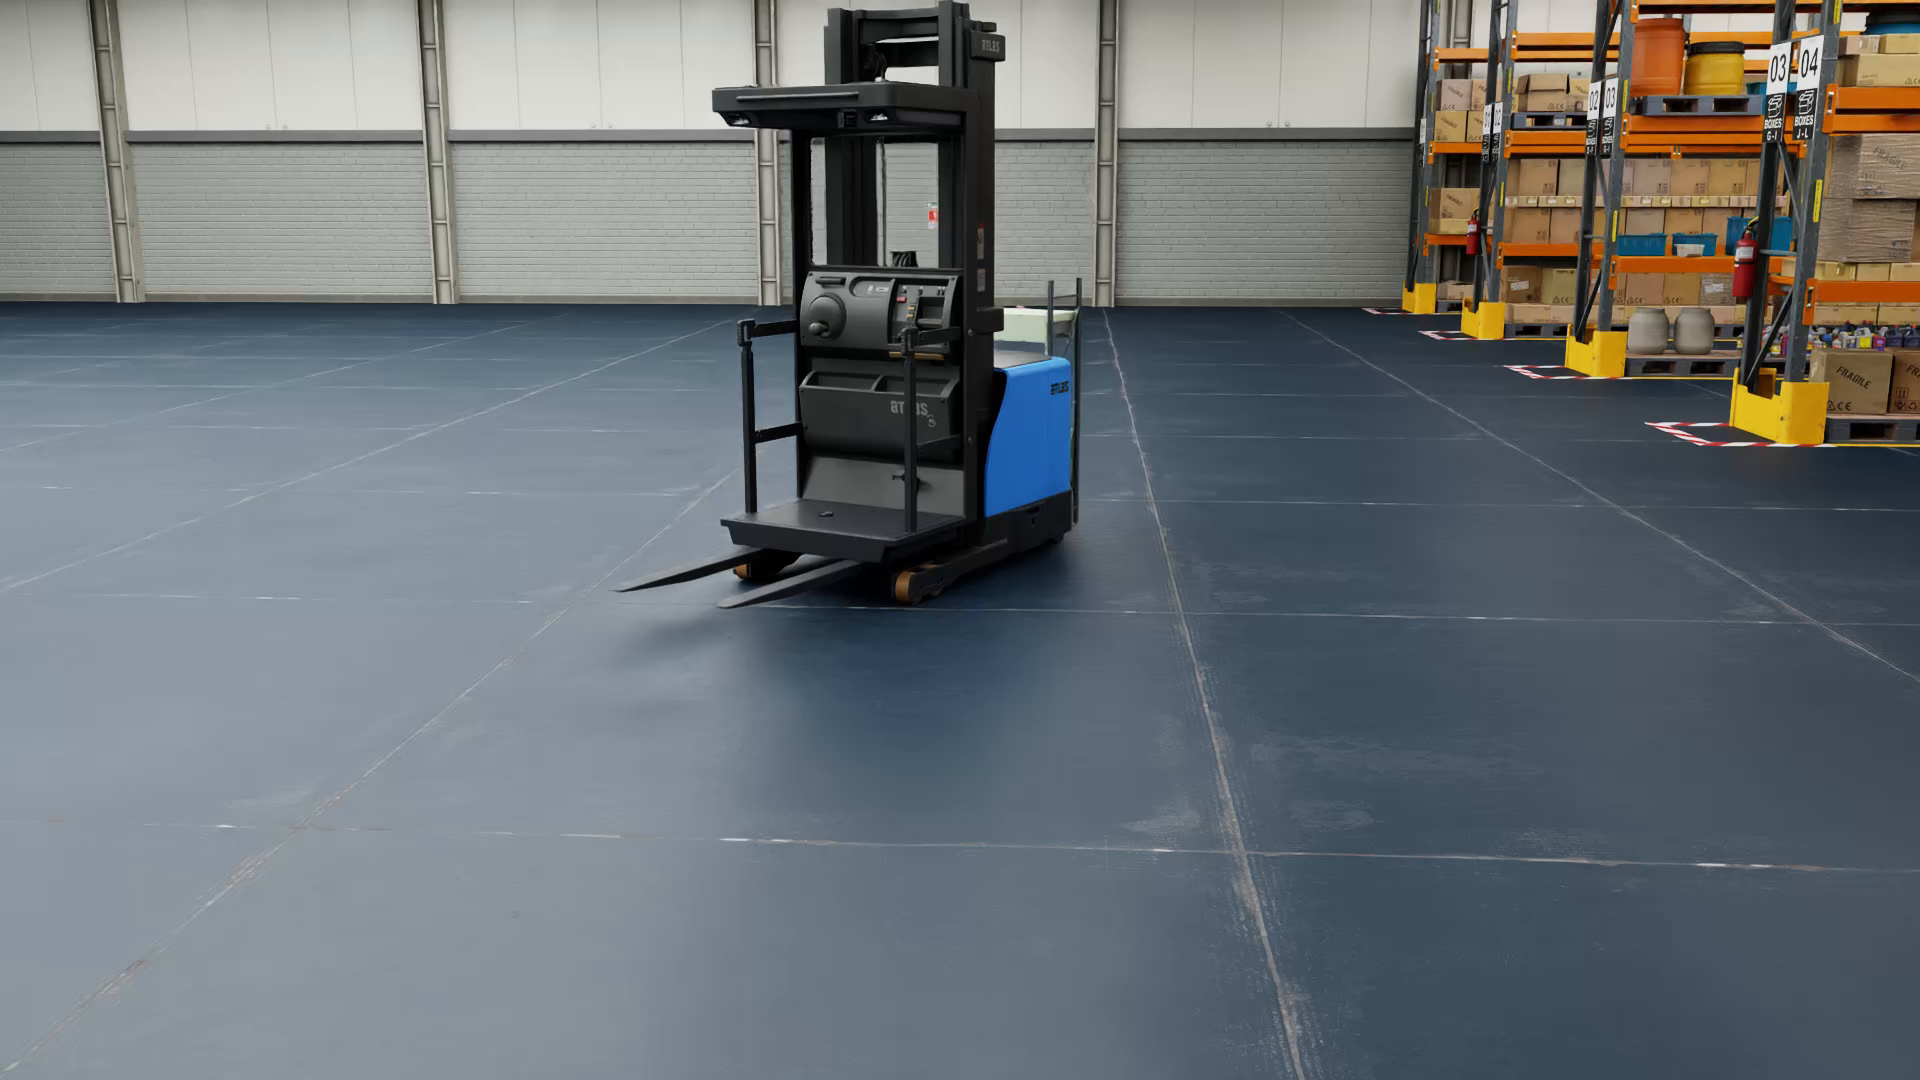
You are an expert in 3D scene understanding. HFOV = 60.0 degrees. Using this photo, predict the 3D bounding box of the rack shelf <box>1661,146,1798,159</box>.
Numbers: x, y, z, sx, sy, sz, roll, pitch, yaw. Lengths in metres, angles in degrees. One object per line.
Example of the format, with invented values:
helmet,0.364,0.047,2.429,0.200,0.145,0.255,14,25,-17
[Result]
rack shelf,13.776,-6.431,27.618,4.000,0.370,1.077,1,12,4

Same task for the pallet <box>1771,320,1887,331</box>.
pallet,12.191,-2.963,23.419,1.213,0.211,1.003,1,12,4

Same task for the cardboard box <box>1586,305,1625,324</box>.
cardboard box,8.981,-3.179,23.330,0.500,0.250,0.500,1,12,4

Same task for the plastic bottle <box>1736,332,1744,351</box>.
plastic bottle,8.989,-2.283,19.118,0.097,0.201,0.097,0,12,0

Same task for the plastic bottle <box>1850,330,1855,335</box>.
plastic bottle,9.924,-2.183,18.436,0.133,0.283,0.061,1,12,4

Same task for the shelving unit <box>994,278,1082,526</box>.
shelving unit,0.304,-0.840,10.118,0.755,1.500,0.431,7,14,30

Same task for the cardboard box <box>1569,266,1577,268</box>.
cardboard box,9.016,-3.655,23.772,0.500,0.500,0.500,1,12,4

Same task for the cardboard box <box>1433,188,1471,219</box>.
cardboard box,8.246,-5.633,27.855,0.500,0.500,0.500,1,12,4

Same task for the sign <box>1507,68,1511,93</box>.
sign,7.419,-6.207,22.459,0.005,0.325,0.100,1,12,4

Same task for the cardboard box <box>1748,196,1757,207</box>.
cardboard box,10.921,-4.661,22.894,0.250,0.149,0.380,1,12,3

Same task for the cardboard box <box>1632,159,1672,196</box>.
cardboard box,9.508,-5.040,23.122,0.500,0.500,0.700,1,12,4

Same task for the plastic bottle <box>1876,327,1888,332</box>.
plastic bottle,10.506,-2.293,18.984,0.135,0.276,0.152,1,12,6

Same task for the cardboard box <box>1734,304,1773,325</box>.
cardboard box,10.976,-3.152,23.199,0.500,0.250,0.500,1,12,4

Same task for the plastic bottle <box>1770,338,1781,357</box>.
plastic bottle,9.019,-2.129,18.380,0.097,0.201,0.097,0,12,0

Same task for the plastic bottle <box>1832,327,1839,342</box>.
plastic bottle,10.004,-2.291,18.984,0.097,0.271,0.097,0,12,0

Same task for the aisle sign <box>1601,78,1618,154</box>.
aisle sign,7.036,-4.587,18.021,0.004,0.787,0.394,1,12,4

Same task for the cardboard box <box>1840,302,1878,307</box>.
cardboard box,12.348,-3.400,23.017,0.500,0.311,0.500,1,12,3

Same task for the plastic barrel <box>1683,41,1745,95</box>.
plastic barrel,8.274,-5.150,18.248,0.600,0.588,0.600,0,12,0

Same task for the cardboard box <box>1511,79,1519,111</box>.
cardboard box,9.167,-7.337,27.455,0.500,0.500,0.500,1,12,5

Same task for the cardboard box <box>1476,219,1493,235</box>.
cardboard box,8.774,-5.258,27.895,0.500,0.250,0.500,0,12,2

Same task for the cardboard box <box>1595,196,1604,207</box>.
cardboard box,8.870,-4.688,23.027,0.250,0.149,0.380,0,12,2

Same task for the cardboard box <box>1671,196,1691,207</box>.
cardboard box,9.901,-4.675,22.960,0.250,0.149,0.380,1,12,5

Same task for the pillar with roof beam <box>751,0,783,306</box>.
pillar with roof beam,-3.715,-7.786,25.009,0.400,9.000,9.100,1,12,4

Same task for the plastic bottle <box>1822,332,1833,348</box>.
plastic bottle,9.560,-2.156,18.337,0.097,0.271,0.097,0,12,0

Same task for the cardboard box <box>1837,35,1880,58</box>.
cardboard box,7.056,-3.900,13.155,0.250,0.149,0.380,1,12,3

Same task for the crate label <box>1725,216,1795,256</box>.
crate label,8.982,-3.421,18.708,0.616,0.435,0.502,1,12,4

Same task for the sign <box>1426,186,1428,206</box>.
sign,7.754,-5.710,27.625,0.005,0.325,0.100,1,12,4

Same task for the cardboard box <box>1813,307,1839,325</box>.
cardboard box,11.839,-3.134,23.114,0.500,0.250,0.500,1,12,2

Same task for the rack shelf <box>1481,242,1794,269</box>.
rack shelf,9.458,-4.006,23.348,4.000,0.370,1.077,1,12,4

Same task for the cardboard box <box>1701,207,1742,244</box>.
cardboard box,10.484,-4.390,23.185,0.500,0.500,0.700,1,12,3

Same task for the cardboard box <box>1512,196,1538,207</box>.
cardboard box,7.840,-4.702,23.093,0.250,0.149,0.380,1,12,3

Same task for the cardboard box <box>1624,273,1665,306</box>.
cardboard box,9.479,-3.538,23.214,0.500,0.500,0.500,1,12,4

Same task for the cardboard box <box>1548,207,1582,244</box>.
cardboard box,8.452,-4.419,23.323,0.500,0.500,0.700,1,12,5

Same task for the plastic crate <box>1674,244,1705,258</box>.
plastic crate,7.999,-3.166,18.222,0.250,0.136,0.298,1,12,4

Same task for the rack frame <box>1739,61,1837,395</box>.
rack frame,6.797,-2.361,13.731,0.127,3.000,1.000,1,12,4

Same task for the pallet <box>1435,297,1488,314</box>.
pallet,8.674,-4.013,28.437,1.213,0.211,1.003,1,12,4

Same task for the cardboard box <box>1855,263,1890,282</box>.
cardboard box,7.313,-2.179,13.470,0.250,0.149,0.380,1,12,4

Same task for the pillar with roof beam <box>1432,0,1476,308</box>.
pillar with roof beam,8.258,-7.621,24.224,0.400,9.000,9.100,1,12,4

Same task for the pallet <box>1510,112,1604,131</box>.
pallet,8.166,-5.795,23.036,1.213,0.211,1.003,1,12,4

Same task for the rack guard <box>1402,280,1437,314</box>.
rack guard,7.866,-4.173,28.495,0.348,0.500,1.175,1,12,4

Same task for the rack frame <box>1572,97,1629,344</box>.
rack frame,7.128,-3.373,18.568,0.127,3.000,1.000,1,12,4

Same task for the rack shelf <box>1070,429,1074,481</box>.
rack shelf,0.304,-0.520,10.185,0.720,0.370,0.431,7,14,30

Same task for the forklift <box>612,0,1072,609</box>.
forklift,-0.533,-1.223,8.454,1.130,2.935,3.031,7,14,30

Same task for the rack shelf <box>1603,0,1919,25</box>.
rack shelf,9.123,-5.734,17.938,4.000,0.370,1.077,1,12,4

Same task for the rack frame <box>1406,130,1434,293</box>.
rack frame,7.790,-5.397,28.244,0.127,3.000,1.000,1,12,4

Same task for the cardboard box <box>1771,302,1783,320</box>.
cardboard box,11.887,-3.244,23.638,0.500,0.250,0.500,1,12,3

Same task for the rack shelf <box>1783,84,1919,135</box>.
rack shelf,8.792,-3.450,13.367,4.000,0.370,1.077,1,12,4

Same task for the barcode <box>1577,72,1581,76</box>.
barcode,10.423,-7.847,27.991,0.075,0.075,0.001,1,12,4

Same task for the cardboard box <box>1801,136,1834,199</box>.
cardboard box,7.362,-3.088,13.793,0.500,0.500,0.500,1,12,4

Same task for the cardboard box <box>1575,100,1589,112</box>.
cardboard box,8.625,-5.952,22.818,0.250,0.149,0.380,1,12,4

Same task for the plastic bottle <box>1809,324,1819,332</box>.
plastic bottle,9.729,-2.342,19.031,0.185,0.351,0.144,1,12,3

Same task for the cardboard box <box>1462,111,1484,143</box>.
cardboard box,8.640,-6.854,27.588,0.500,0.500,0.500,2,12,8

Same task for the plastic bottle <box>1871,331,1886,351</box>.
plastic bottle,10.100,-2.151,18.283,0.133,0.283,0.061,2,12,8

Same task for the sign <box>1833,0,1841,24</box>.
sign,6.761,-4.147,12.805,0.005,0.325,0.100,1,12,4

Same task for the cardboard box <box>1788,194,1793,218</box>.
cardboard box,14.058,-5.569,27.746,0.500,0.500,0.700,1,12,4

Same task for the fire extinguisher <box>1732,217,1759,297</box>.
fire extinguisher,6.713,-2.419,14.197,0.183,0.674,0.296,1,12,4

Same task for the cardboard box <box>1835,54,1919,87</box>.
cardboard box,7.260,-3.697,13.155,0.500,0.250,0.500,1,12,5
